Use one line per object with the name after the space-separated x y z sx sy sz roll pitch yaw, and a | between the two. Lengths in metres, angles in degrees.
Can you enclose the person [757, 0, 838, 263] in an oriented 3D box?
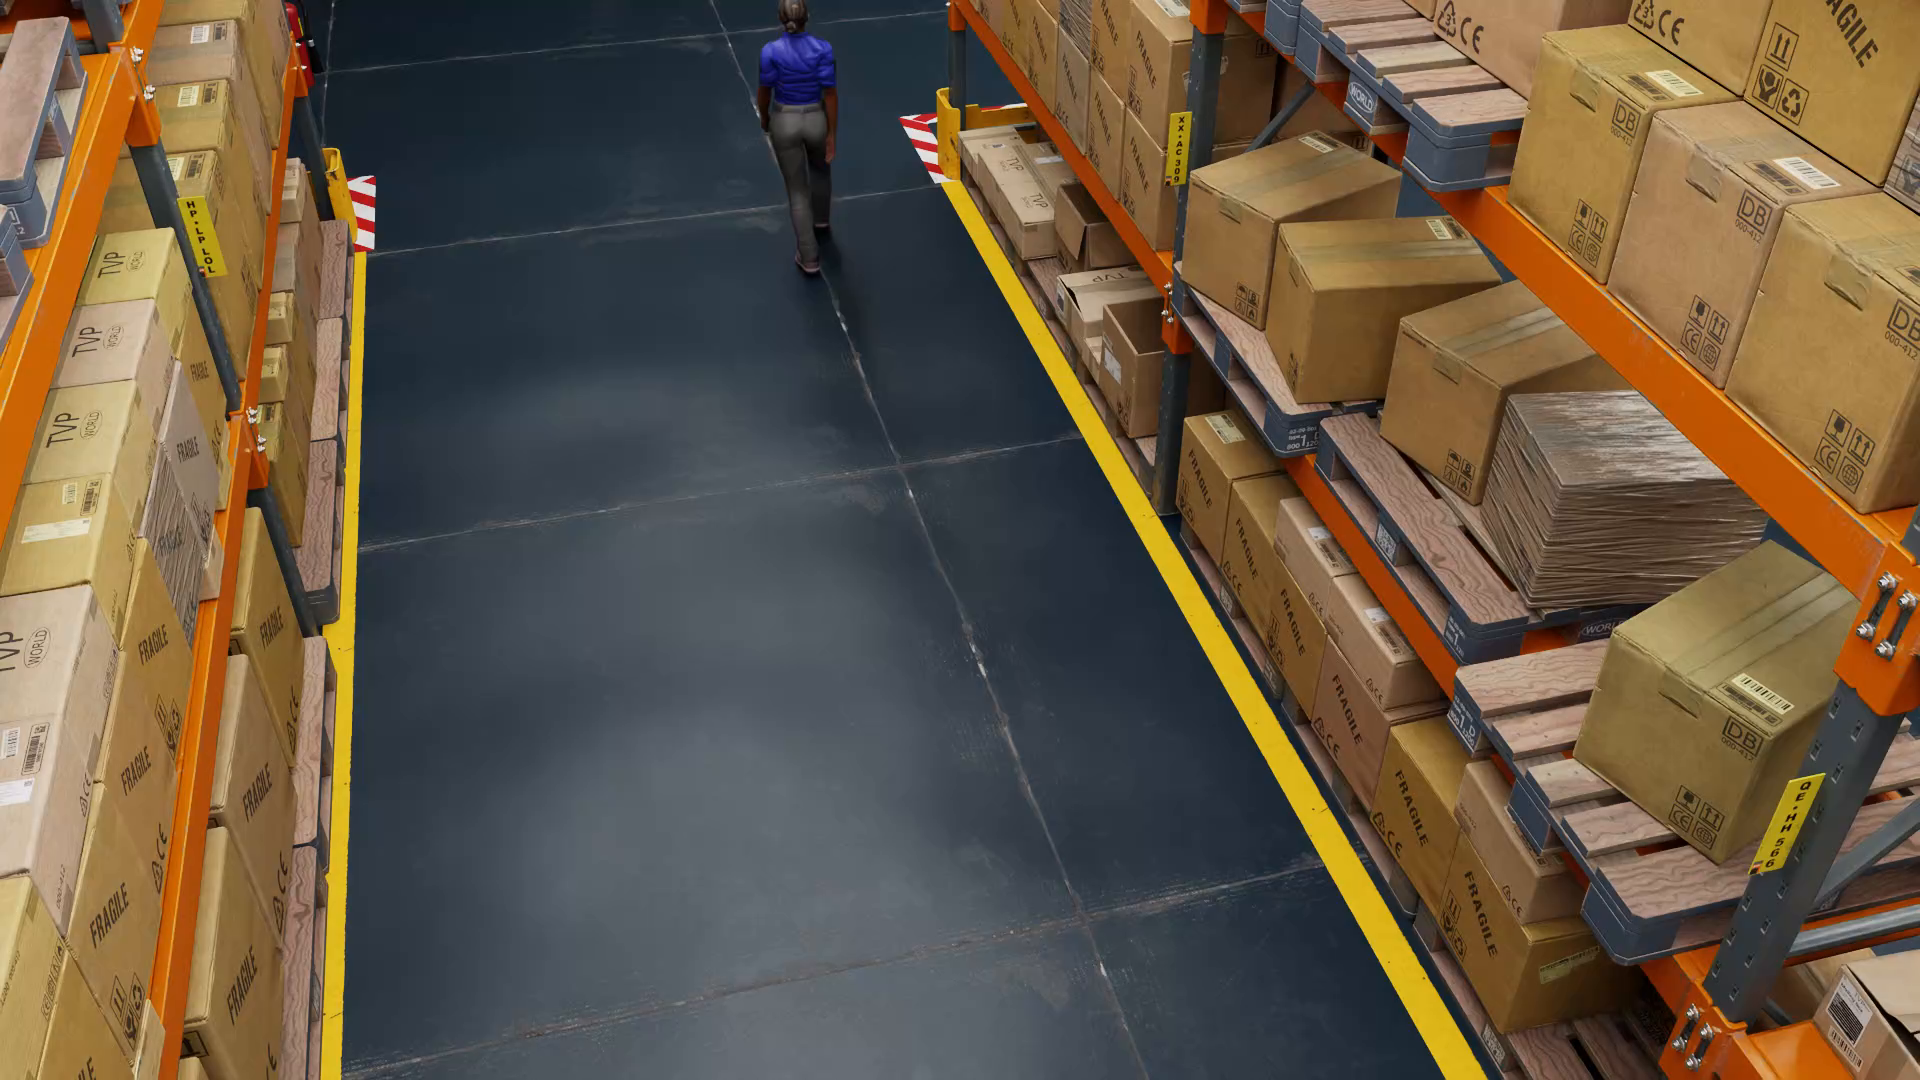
-0.946 -2.452 9.723 0.446 1.550 0.678 -9 39 -11 | person
